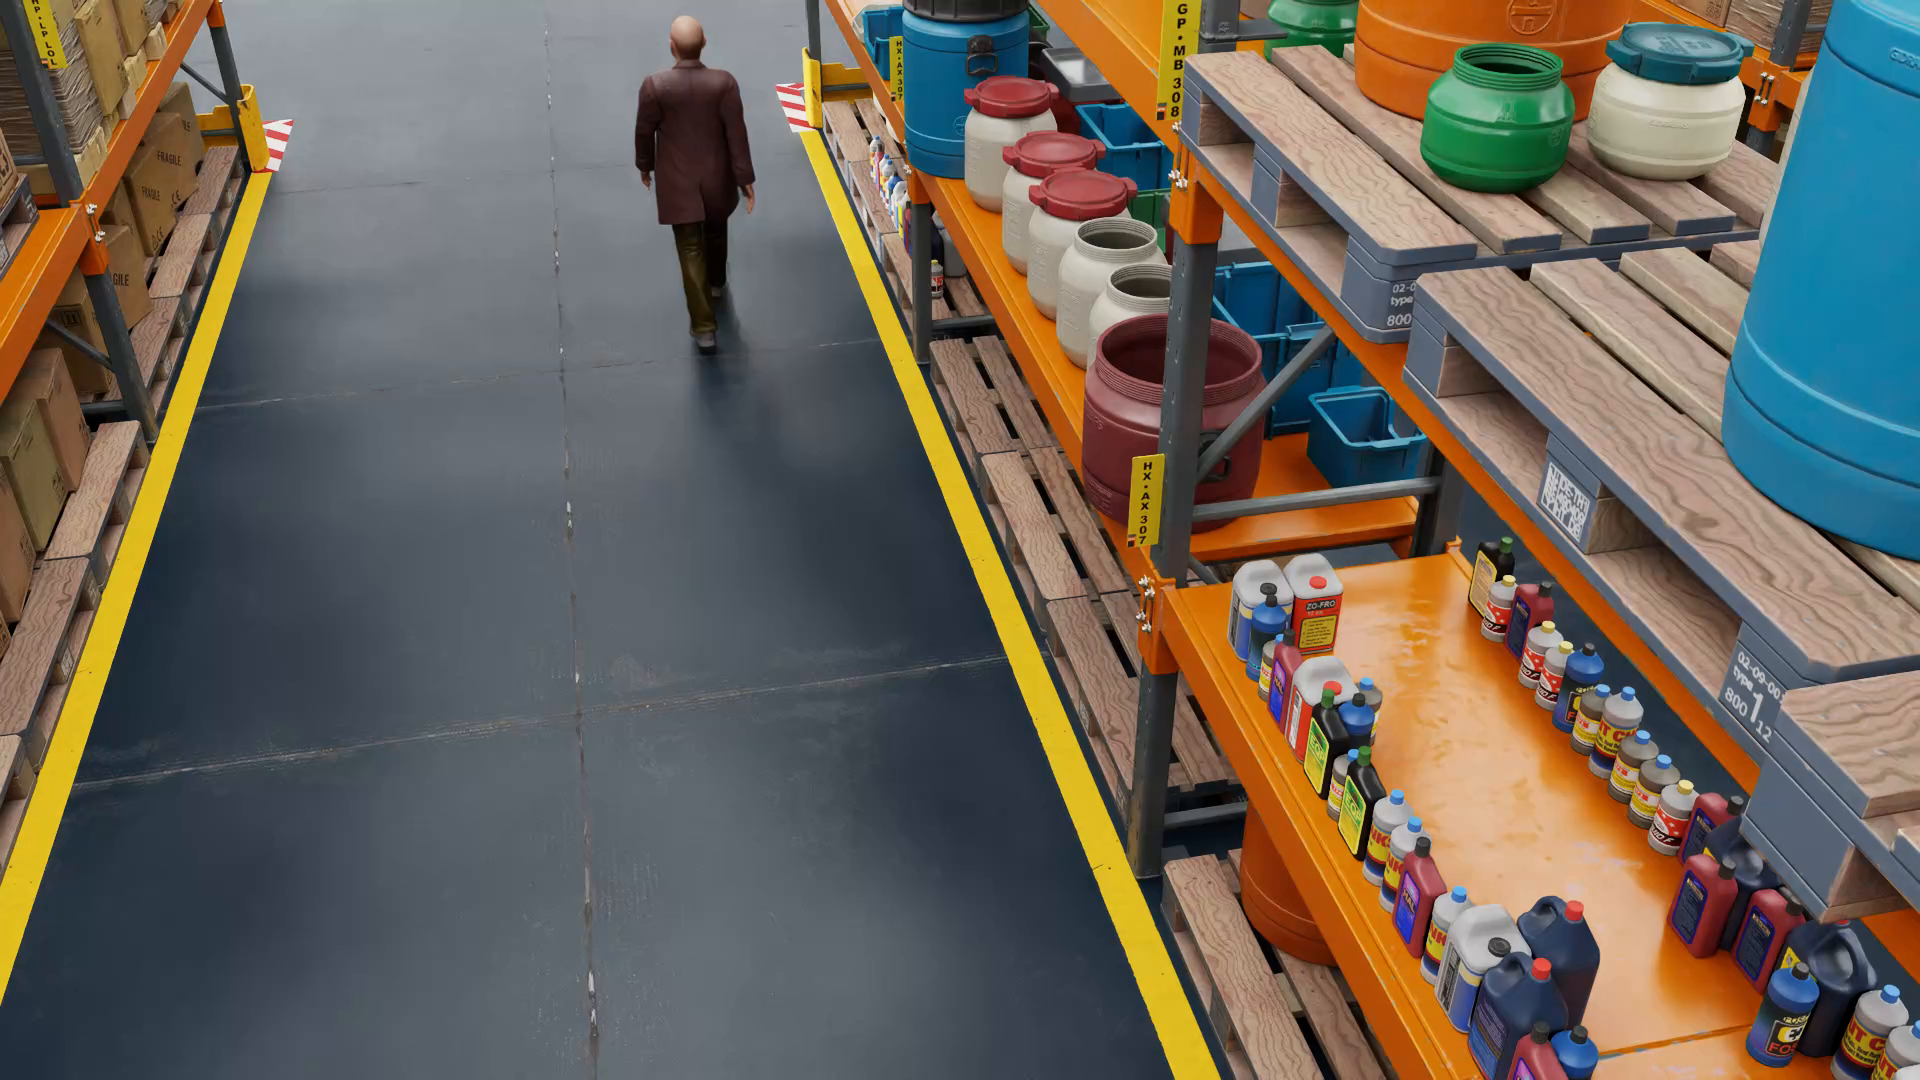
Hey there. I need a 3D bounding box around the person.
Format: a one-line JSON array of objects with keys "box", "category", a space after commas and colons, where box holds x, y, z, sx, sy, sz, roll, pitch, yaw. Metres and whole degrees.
[{"box": [-1.472, -2.039, 9.164, 0.600, 1.728, 1.034, -11, 35, -16], "category": "person"}]
